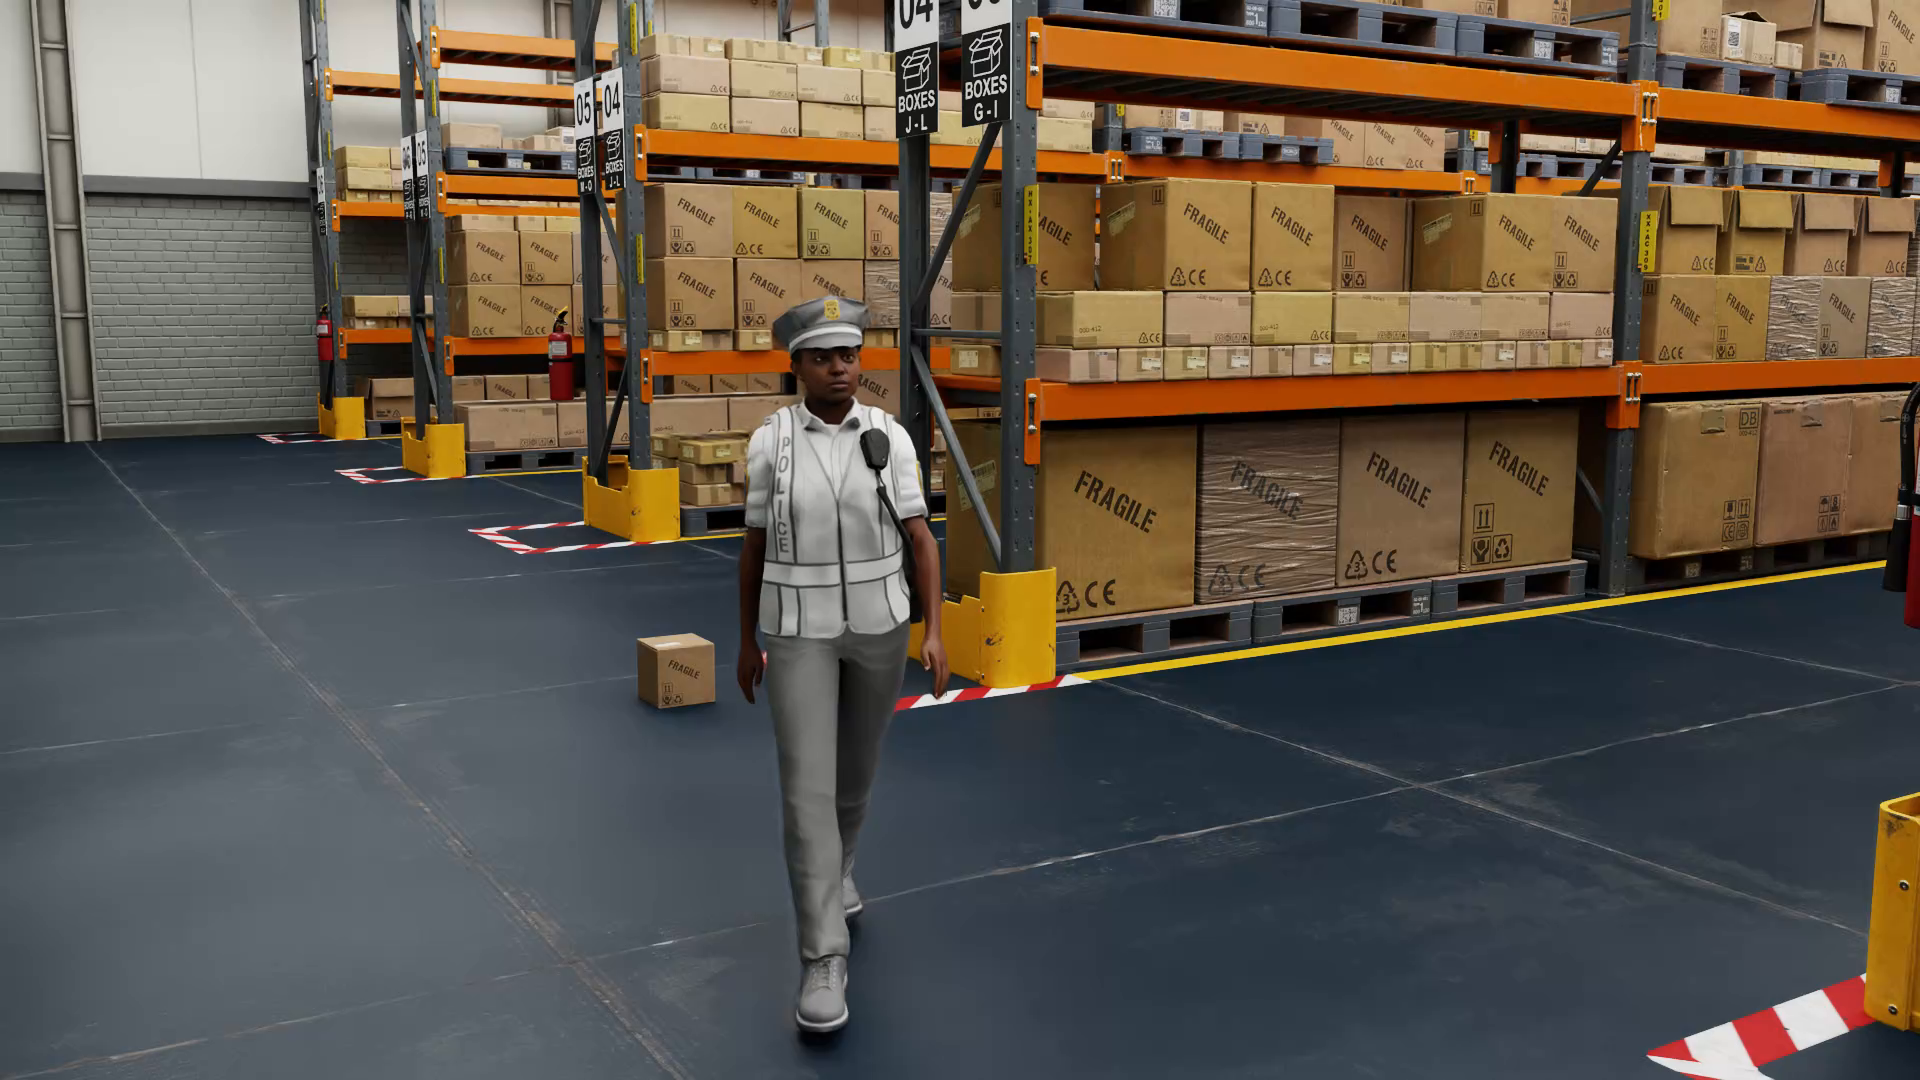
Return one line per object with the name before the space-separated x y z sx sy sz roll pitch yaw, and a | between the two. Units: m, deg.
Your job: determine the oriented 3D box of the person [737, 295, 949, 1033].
person | -0.282 0.229 4.070 0.480 1.632 0.952 -2 9 -14
